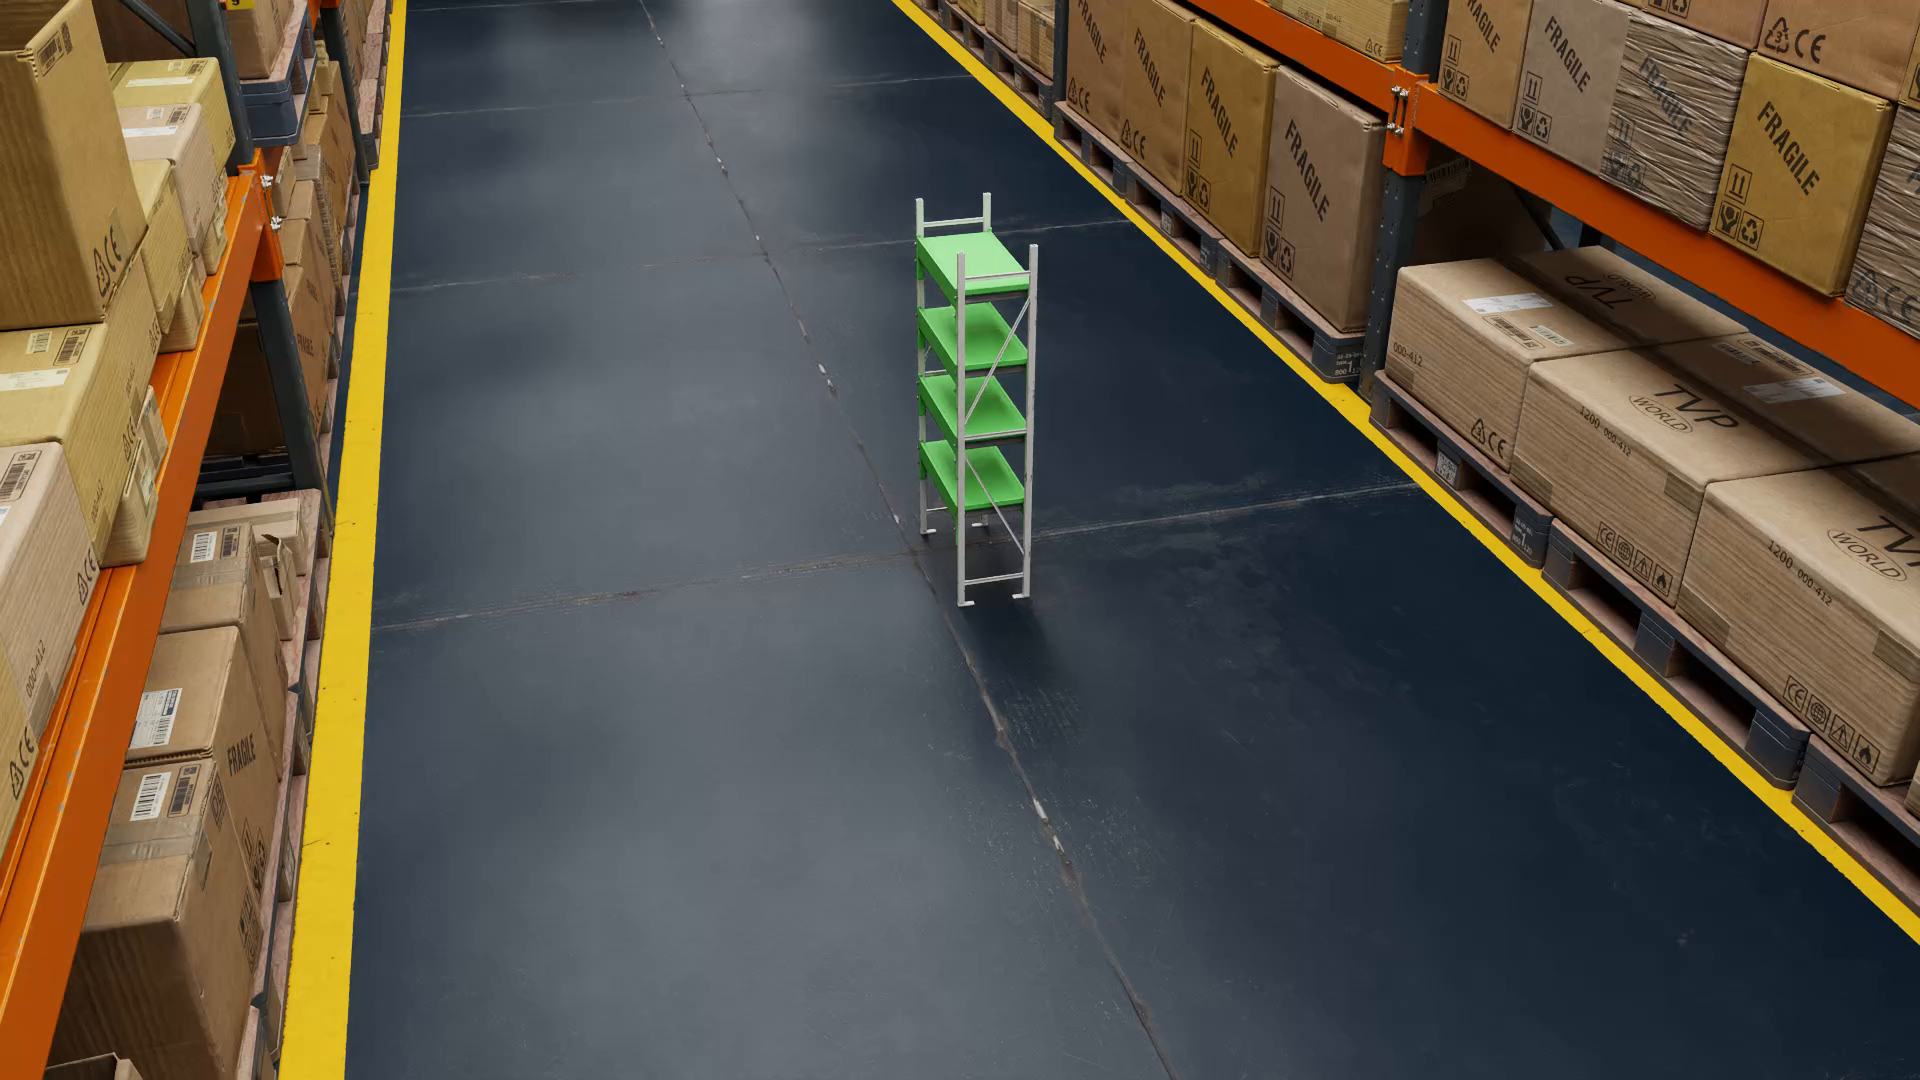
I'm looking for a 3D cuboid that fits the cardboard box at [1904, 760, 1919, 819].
[{"bbox_3d":[2.906,0.624,3.816,0.875,0.438,0.875,-9,31,-15],"label":"cardboard box"}]

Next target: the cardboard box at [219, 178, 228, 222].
[{"bbox_3d":[-2.251,-0.916,4.589,0.380,0.149,0.250,-7,31,-12],"label":"cardboard box"}]

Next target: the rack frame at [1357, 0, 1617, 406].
[{"bbox_3d":[2.116,-1.930,6.090,1.000,3.000,0.127,-8,31,-13],"label":"rack frame"}]

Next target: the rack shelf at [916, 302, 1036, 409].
[{"bbox_3d":[0.044,-0.592,5.223,0.258,0.148,0.480,-8,31,-13],"label":"rack shelf"}]

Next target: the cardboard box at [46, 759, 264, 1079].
[{"bbox_3d":[-1.868,0.838,3.384,0.700,0.500,0.500,-7,31,-11],"label":"cardboard box"}]

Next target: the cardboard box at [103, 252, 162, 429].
[{"bbox_3d":[-1.896,-0.387,3.277,0.500,0.250,0.500,-9,31,-15],"label":"cardboard box"}]

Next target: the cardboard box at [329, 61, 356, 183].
[{"bbox_3d":[-3.411,-2.124,8.501,0.500,0.500,0.500,-7,31,-12],"label":"cardboard box"}]

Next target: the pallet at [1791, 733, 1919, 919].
[{"bbox_3d":[2.890,0.833,4.100,1.003,0.211,1.213,-8,31,-13],"label":"pallet"}]

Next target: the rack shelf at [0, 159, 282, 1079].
[{"bbox_3d":[-2.138,0.009,3.458,1.077,0.370,4.000,-8,31,-13],"label":"rack shelf"}]

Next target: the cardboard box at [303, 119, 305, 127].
[{"bbox_3d":[-3.133,-1.861,7.399,0.380,0.149,0.250,-8,31,-14],"label":"cardboard box"}]

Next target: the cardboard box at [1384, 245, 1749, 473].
[{"bbox_3d":[2.179,-0.685,6.078,0.875,0.438,0.875,-8,31,-14],"label":"cardboard box"}]

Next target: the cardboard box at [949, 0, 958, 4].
[{"bbox_3d":[0.328,-4.238,12.282,0.950,0.372,0.625,-6,31,-10],"label":"cardboard box"}]

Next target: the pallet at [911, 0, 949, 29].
[{"bbox_3d":[0.200,-4.211,12.814,1.003,0.211,1.213,-8,31,-13],"label":"pallet"}]

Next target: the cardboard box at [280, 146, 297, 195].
[{"bbox_3d":[-2.915,-1.479,6.740,0.380,0.149,0.250,-7,31,-11],"label":"cardboard box"}]

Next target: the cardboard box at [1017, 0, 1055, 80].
[{"bbox_3d":[0.913,-3.180,10.454,0.950,0.372,0.625,-10,32,-17],"label":"cardboard box"}]

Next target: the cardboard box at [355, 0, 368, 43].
[{"bbox_3d":[-4.445,-3.659,11.029,0.875,0.625,0.625,-8,31,-14],"label":"cardboard box"}]

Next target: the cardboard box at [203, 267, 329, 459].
[{"bbox_3d":[-2.581,-0.631,5.923,0.500,0.500,0.500,-7,31,-11],"label":"cardboard box"}]

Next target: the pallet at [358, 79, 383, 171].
[{"bbox_3d":[-3.912,-2.396,9.678,1.003,0.211,1.213,-8,31,-13],"label":"pallet"}]

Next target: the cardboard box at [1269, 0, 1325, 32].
[{"bbox_3d":[1.619,-2.294,6.869,0.500,0.250,0.500,-8,31,-14],"label":"cardboard box"}]

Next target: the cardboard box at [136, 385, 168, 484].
[{"bbox_3d":[-1.814,-0.176,3.310,0.380,0.149,0.250,-7,31,-12],"label":"cardboard box"}]

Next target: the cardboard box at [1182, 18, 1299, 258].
[{"bbox_3d":[1.627,-1.916,7.768,0.875,0.875,0.875,-7,31,-12],"label":"cardboard box"}]

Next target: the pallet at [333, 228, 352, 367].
[{"bbox_3d":[-3.249,-1.039,7.335,1.003,0.211,1.213,-8,31,-13],"label":"pallet"}]

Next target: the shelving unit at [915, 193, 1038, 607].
[{"bbox_3d":[0.044,-0.439,5.311,0.258,1.200,0.503,-8,31,-13],"label":"shelving unit"}]

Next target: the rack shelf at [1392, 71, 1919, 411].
[{"bbox_3d":[2.646,-0.652,4.601,1.077,0.370,4.000,-8,31,-13],"label":"rack shelf"}]

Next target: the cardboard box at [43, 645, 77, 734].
[{"bbox_3d":[-1.654,0.208,2.647,0.380,0.149,0.250,-7,31,-12],"label":"cardboard box"}]

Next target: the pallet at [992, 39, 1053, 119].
[{"bbox_3d":[0.848,-3.032,10.778,1.003,0.211,1.213,-8,31,-13],"label":"pallet"}]

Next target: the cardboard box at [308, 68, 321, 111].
[{"bbox_3d":[-3.226,-2.115,7.838,0.380,0.149,0.250,-9,31,-15],"label":"cardboard box"}]

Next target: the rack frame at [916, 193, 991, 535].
[{"bbox_3d":[-0.021,-0.557,5.515,0.240,1.200,0.015,-8,31,-13],"label":"rack frame"}]

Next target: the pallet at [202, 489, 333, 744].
[{"bbox_3d":[-2.488,0.271,5.072,1.003,0.211,1.213,-8,31,-13],"label":"pallet"}]

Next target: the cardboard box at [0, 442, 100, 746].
[{"bbox_3d":[-1.602,0.102,2.433,0.500,0.250,0.500,-8,31,-13],"label":"cardboard box"}]

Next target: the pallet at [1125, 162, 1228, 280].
[{"bbox_3d":[1.511,-1.676,8.435,1.003,0.211,1.213,-8,31,-13],"label":"pallet"}]

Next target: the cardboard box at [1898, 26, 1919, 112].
[{"bbox_3d":[2.525,-1.163,3.667,0.500,0.500,0.500,-8,31,-14],"label":"cardboard box"}]

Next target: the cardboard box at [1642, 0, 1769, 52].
[{"bbox_3d":[2.262,-1.650,4.508,0.500,0.500,0.500,-7,31,-12],"label":"cardboard box"}]

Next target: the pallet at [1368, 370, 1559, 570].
[{"bbox_3d":[2.242,-0.345,6.136,1.003,0.211,1.213,-8,31,-13],"label":"pallet"}]

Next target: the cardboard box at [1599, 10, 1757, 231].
[{"bbox_3d":[2.243,-1.227,4.775,0.500,0.500,0.500,-8,31,-13],"label":"cardboard box"}]

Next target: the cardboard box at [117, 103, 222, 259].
[{"bbox_3d":[-2.152,-0.878,4.126,0.500,0.250,0.500,-8,31,-13],"label":"cardboard box"}]

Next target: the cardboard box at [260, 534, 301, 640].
[{"bbox_3d":[-2.143,0.136,4.831,0.396,0.266,0.258,-7,31,-11],"label":"cardboard box"}]

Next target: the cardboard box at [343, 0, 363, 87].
[{"bbox_3d":[-4.064,-2.971,9.841,0.875,0.625,0.625,-7,31,-12],"label":"cardboard box"}]

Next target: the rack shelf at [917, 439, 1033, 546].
[{"bbox_3d":[0.044,-0.176,5.464,0.258,0.148,0.480,-8,31,-13],"label":"rack shelf"}]
